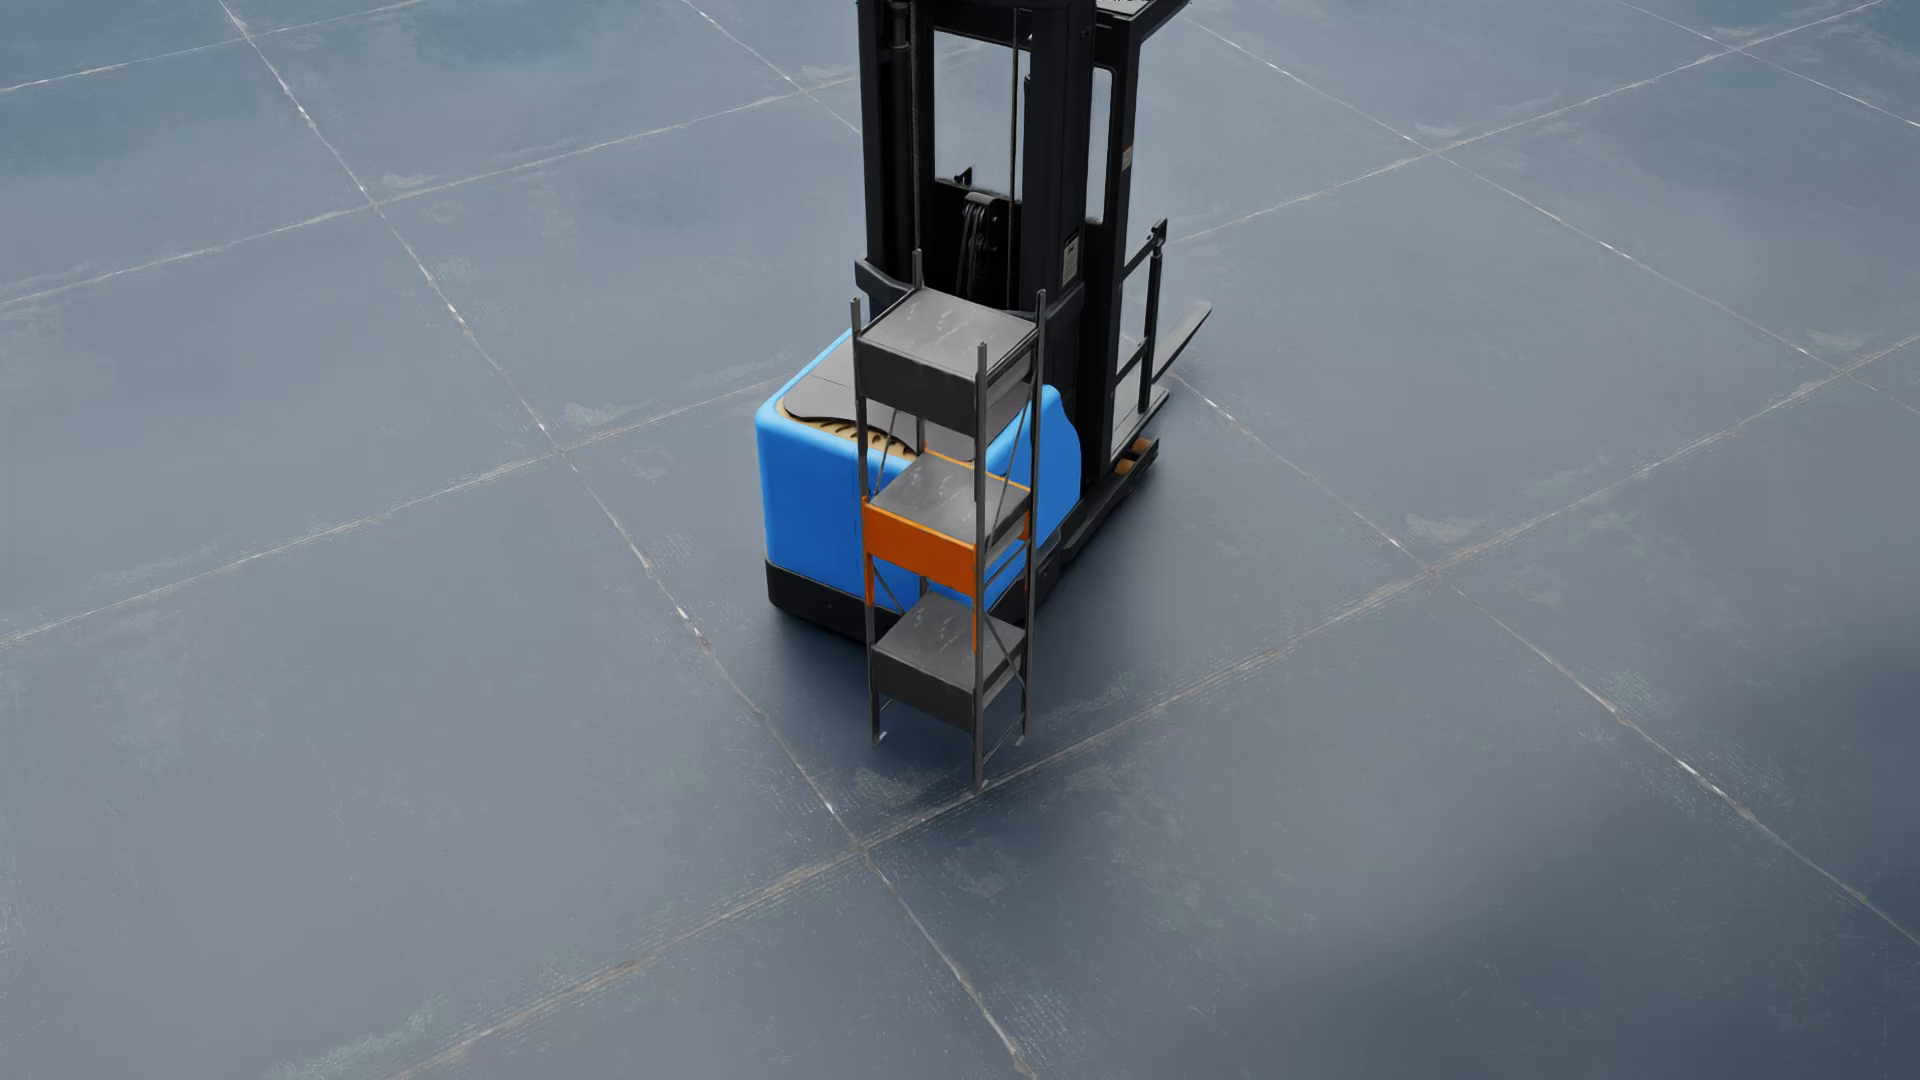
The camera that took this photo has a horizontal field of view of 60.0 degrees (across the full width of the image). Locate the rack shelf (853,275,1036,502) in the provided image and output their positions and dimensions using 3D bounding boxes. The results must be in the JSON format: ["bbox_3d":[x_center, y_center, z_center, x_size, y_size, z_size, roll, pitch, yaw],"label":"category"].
[{"bbox_3d":[-0.038,-0.519,5.660,0.480,0.518,0.431,22,45,24],"label":"rack shelf"}]

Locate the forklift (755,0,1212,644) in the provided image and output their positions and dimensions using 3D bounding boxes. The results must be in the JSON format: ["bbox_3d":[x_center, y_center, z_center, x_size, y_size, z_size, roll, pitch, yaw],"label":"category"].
[{"bbox_3d":[0.317,-1.484,7.242,1.130,2.935,3.031,20,44,22],"label":"forklift"}]

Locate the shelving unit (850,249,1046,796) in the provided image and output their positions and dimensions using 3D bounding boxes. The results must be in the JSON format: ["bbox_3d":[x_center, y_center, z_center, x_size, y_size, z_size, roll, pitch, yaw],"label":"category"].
[{"bbox_3d":[-0.038,0.008,6.100,0.503,2.100,0.431,22,45,24],"label":"shelving unit"}]

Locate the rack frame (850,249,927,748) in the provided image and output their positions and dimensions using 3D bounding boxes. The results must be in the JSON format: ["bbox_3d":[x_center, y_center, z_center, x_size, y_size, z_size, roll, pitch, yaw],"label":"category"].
[{"bbox_3d":[-0.244,-0.075,6.200,0.015,2.100,0.400,22,45,24],"label":"rack frame"}]

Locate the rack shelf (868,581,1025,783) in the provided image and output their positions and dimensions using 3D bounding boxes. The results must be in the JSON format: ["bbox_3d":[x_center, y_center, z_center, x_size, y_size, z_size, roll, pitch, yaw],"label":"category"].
[{"bbox_3d":[-0.038,0.557,6.557,0.480,0.518,0.431,22,45,24],"label":"rack shelf"}]

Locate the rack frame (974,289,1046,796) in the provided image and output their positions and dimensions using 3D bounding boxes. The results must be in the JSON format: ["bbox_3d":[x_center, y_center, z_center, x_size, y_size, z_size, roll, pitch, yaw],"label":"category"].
[{"bbox_3d":[0.168,0.092,5.999,0.015,2.100,0.400,22,45,24],"label":"rack frame"}]

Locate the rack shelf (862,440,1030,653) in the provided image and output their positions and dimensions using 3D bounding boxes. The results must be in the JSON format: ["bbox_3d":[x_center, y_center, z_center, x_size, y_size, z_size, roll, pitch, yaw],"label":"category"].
[{"bbox_3d":[-0.038,0.019,6.109,0.480,0.518,0.431,22,45,24],"label":"rack shelf"}]
